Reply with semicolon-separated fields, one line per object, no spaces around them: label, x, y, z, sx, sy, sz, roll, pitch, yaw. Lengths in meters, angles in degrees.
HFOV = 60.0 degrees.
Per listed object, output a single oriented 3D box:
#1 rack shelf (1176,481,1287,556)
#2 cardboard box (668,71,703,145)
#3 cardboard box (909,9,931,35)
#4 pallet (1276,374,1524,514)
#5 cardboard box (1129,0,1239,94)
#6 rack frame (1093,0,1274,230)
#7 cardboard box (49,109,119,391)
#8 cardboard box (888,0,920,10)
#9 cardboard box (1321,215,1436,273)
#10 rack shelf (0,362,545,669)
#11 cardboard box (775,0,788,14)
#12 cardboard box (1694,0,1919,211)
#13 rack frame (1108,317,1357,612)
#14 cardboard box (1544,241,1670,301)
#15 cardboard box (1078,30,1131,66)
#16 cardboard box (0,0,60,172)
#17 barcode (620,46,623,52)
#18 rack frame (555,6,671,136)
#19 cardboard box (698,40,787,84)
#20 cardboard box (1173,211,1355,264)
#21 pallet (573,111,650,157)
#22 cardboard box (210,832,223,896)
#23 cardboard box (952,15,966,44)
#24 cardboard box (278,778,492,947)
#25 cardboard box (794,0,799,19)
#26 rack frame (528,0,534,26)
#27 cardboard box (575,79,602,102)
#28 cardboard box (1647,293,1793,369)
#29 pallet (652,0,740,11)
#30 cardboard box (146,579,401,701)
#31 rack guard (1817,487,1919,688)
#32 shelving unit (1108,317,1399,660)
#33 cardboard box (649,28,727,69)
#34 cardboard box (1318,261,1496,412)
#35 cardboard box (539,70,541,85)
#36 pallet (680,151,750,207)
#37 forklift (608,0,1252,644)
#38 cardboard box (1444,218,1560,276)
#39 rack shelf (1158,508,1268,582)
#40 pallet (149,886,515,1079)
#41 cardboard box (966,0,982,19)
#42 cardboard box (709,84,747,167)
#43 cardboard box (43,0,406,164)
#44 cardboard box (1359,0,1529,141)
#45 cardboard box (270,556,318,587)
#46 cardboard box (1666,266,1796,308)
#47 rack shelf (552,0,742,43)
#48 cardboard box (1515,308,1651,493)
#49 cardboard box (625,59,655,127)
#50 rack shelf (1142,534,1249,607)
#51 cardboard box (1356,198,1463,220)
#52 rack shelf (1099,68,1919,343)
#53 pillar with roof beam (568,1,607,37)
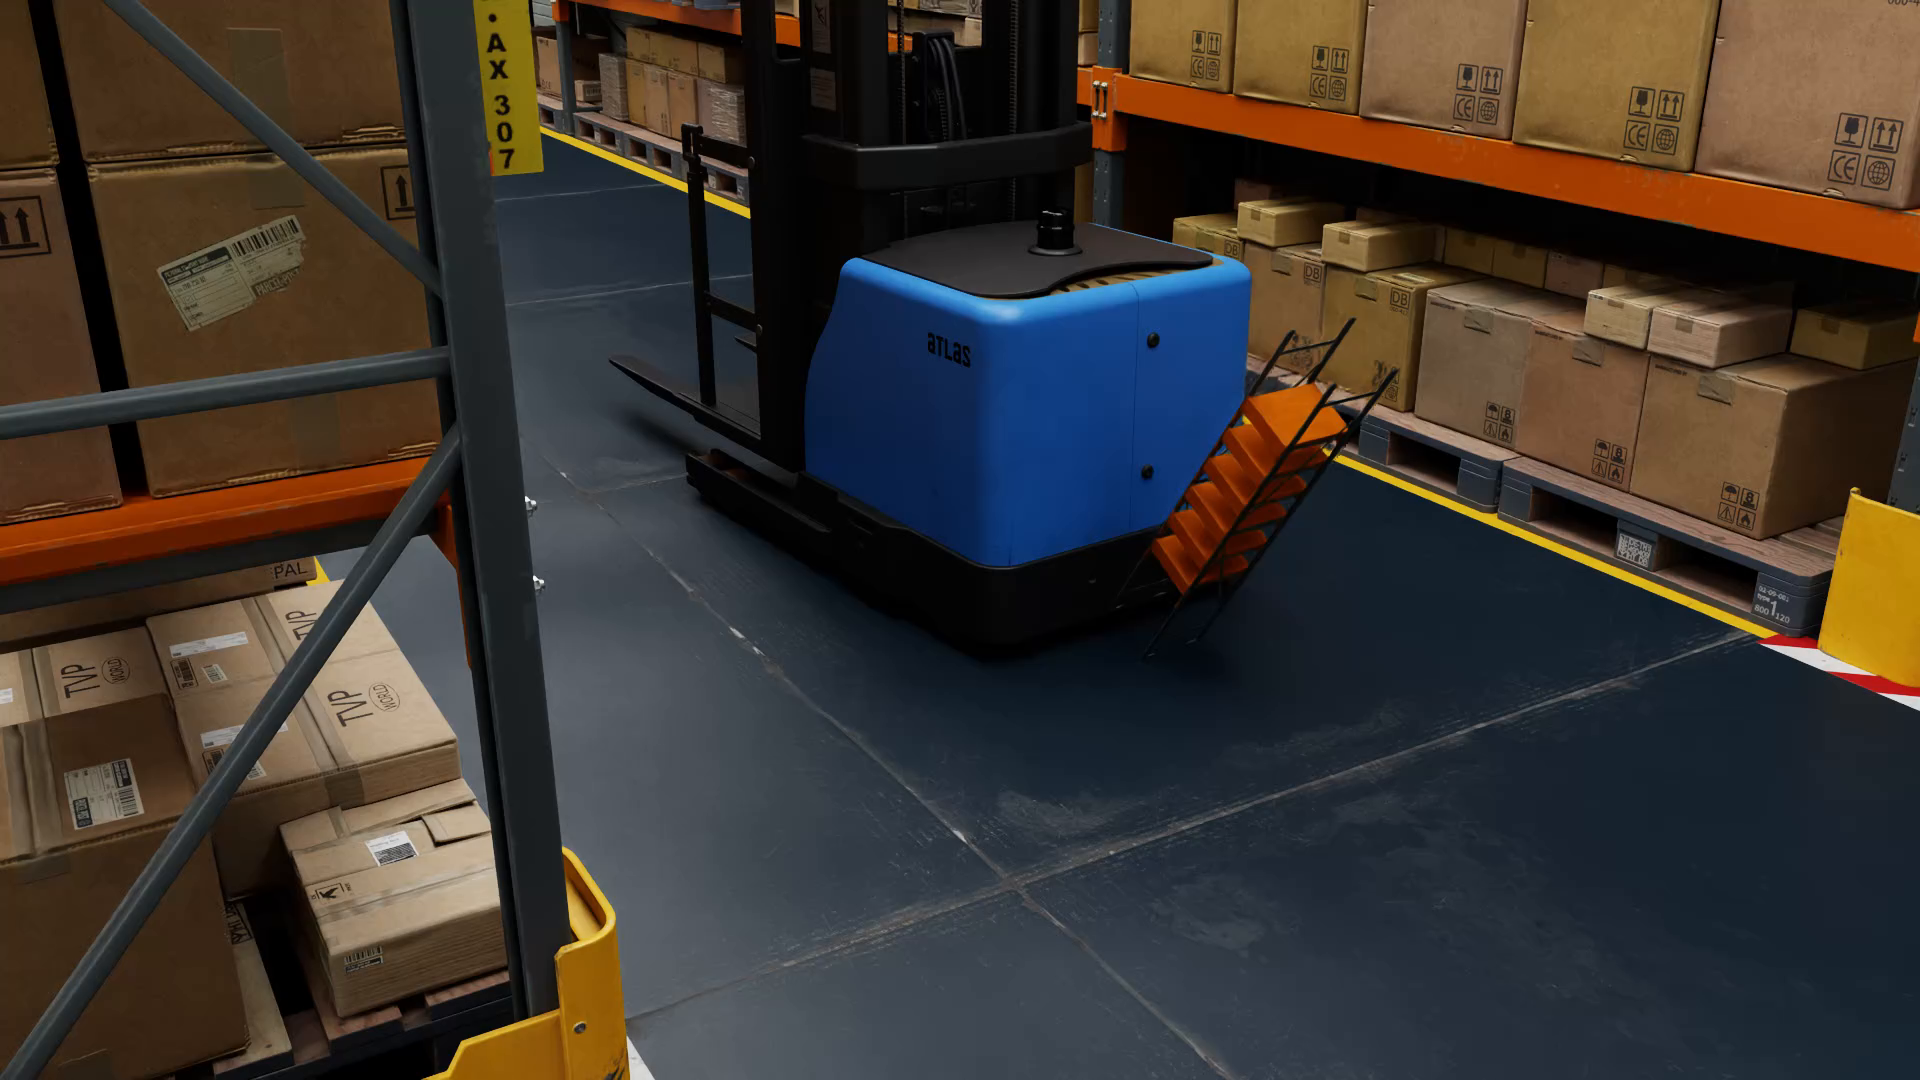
rack shelf;0.761;-0.081;4.629;0.258;0.103;0.180;-15;59;-32
cardboard box;-1.805;-3.334;12.767;0.700;0.500;0.500;-13;25;-29
cardboard box;-0.061;-2.882;9.225;0.380;0.149;0.250;-12;25;-27
pallet;2.041;-0.478;6.707;1.003;0.211;1.213;-13;25;-28
cardboard box;1.355;-2.386;7.301;0.980;0.700;0.700;-12;25;-27
rack frame;1.092;-2.426;7.797;1.000;3.000;0.127;-13;25;-28
cardboard box;-1.389;-0.584;3.132;0.500;0.500;0.500;-13;25;-29
cardboard box;-0.138;-3.209;9.168;0.500;0.500;0.500;-12;25;-27
cardboard box;1.671;-1.187;6.647;0.380;0.149;0.250;-13;26;-30
rack shelf;-2.143;-0.491;3.992;1.077;0.370;4.000;-13;25;-28
cardboard box;-0.982;-3.463;10.654;0.380;0.149;0.250;-13;26;-29
cardboard box;2.867;-1.433;4.956;0.980;0.700;0.700;-11;25;-26
rack frame;0.731;-0.178;4.636;0.240;1.200;0.006;-15;59;-32
cardboard box;2.410;-1.001;6.191;0.380;0.149;0.250;-12;25;-27
cardboard box;0.676;-2.374;7.976;0.380;0.149;0.250;-12;25;-28
cardboard box;-1.585;-0.778;2.281;0.500;0.500;0.500;-13;25;-29
barcode;-3.064;-4.431;15.039;0.001;0.075;0.075;-13;25;-28
rack frame;-2.994;-5.016;14.168;1.000;3.000;0.127;-13;25;-28
cardboard box;-1.601;-3.534;12.261;0.500;0.250;0.500;-12;25;-27
cardboard box;1.386;-1.201;7.544;0.700;0.500;0.500;-12;25;-28
pallet;-2.595;-3.472;14.074;1.003;0.211;1.213;-13;25;-28
cardboard box;-1.740;0.654;3.396;0.380;0.166;0.250;-13;25;-28
cardboard box;0.180;-2.710;8.802;0.380;0.149;0.250;-13;25;-28
cardboard box;-1.167;0.649;3.410;0.380;0.166;0.250;-13;25;-28
cardboard box;-0.798;-3.277;10.198;0.380;0.149;0.250;-12;25;-27
rack frame;-5.037;-6.311;17.354;1.000;3.000;0.127;-13;25;-28
cardboard box;-3.293;-4.074;15.031;0.380;0.166;0.250;-17;27;-35
cardboard box;2.470;-0.682;5.407;0.380;0.149;0.250;-13;25;-29
pallet;-1.406;-3.842;11.536;1.213;0.211;1.003;-13;25;-28
cardboard box;-1.666;0.338;4.063;0.500;0.250;0.500;-13;25;-28
rack guard;3.148;0.034;5.063;1.175;0.500;0.348;-13;25;-28
shelving unit;0.775;-0.108;4.597;0.258;1.200;0.189;-15;59;-32
cardboard box;-2.107;-3.864;13.075;0.500;0.250;0.500;-13;26;-30
cardboard box;1.900;-0.871;6.733;0.700;0.500;0.500;-12;25;-27
cardboard box;-3.794;-4.421;15.905;0.380;0.149;0.250;-15;26;-32
pallet;-1.349;-2.682;12.131;1.003;0.211;1.213;-13;25;-28
forklift;-0.362;-1.548;5.729;1.130;2.935;3.031;-15;27;-33
cardboard box;2.150;-1.166;6.597;0.380;0.149;0.250;-13;26;-29
rack shelf;0.724;-0.008;4.717;0.258;0.103;0.180;-15;59;-32
pallet;-1.568;0.832;3.484;1.003;0.211;1.213;-13;25;-28
cardboard box;0.371;-2.884;8.368;0.500;0.500;0.500;-12;25;-28
cardboard box;-1.364;-2.990;11.919;0.700;0.500;0.500;-12;25;-27
cardboard box;-1.121;-0.881;2.535;0.500;0.500;0.500;-12;25;-27
cardboard box;2.104;-1.915;6.142;0.980;0.700;0.700;-14;26;-31
cardboard box;-2.246;-0.058;4.956;0.500;0.311;0.500;-13;25;-28
cardboard box;2.668;-0.838;5.789;0.380;0.149;0.250;-13;25;-28
rack shelf;-1.973;-4.035;12.711;1.077;0.370;4.000;-13;25;-28
cardboard box;2.436;-0.537;5.911;0.700;0.500;0.500;-13;25;-28
cardboard box;-2.297;-3.669;13.590;0.700;0.500;0.500;-13;26;-29
rack shelf;0.686;0.065;4.804;0.258;0.103;0.180;-15;59;-32
cardboard box;1.889;-1.331;7.003;0.380;0.149;0.250;-14;26;-30
rack shelf;2.114;-1.445;6.339;1.077;0.370;4.000;-13;25;-28
pillar with roof beam;-7.637;-8.202;14.039;9.100;9.000;0.400;-13;25;-28
